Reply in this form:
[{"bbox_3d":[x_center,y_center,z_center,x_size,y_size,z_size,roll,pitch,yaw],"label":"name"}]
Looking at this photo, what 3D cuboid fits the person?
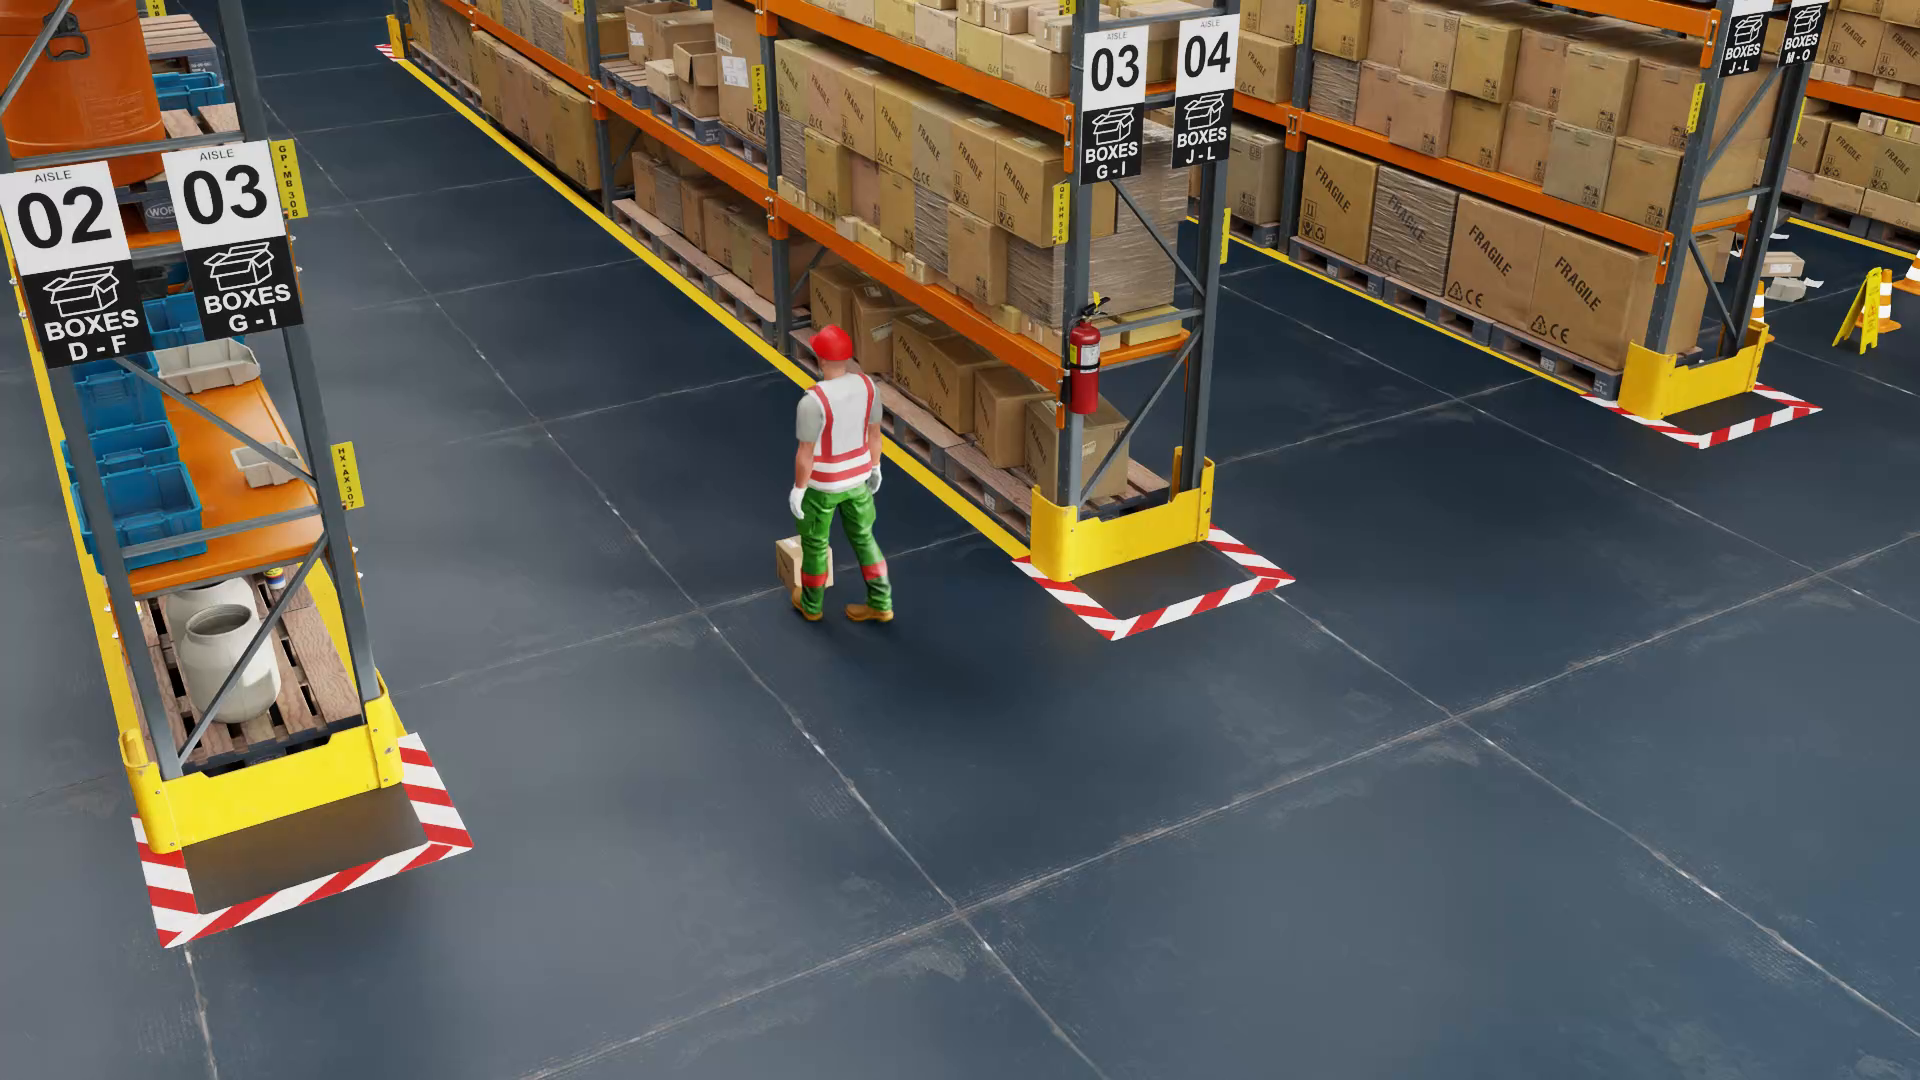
[{"bbox_3d":[-0.725,-0.353,9.183,0.575,1.796,0.580,-21,35,-33],"label":"person"}]
